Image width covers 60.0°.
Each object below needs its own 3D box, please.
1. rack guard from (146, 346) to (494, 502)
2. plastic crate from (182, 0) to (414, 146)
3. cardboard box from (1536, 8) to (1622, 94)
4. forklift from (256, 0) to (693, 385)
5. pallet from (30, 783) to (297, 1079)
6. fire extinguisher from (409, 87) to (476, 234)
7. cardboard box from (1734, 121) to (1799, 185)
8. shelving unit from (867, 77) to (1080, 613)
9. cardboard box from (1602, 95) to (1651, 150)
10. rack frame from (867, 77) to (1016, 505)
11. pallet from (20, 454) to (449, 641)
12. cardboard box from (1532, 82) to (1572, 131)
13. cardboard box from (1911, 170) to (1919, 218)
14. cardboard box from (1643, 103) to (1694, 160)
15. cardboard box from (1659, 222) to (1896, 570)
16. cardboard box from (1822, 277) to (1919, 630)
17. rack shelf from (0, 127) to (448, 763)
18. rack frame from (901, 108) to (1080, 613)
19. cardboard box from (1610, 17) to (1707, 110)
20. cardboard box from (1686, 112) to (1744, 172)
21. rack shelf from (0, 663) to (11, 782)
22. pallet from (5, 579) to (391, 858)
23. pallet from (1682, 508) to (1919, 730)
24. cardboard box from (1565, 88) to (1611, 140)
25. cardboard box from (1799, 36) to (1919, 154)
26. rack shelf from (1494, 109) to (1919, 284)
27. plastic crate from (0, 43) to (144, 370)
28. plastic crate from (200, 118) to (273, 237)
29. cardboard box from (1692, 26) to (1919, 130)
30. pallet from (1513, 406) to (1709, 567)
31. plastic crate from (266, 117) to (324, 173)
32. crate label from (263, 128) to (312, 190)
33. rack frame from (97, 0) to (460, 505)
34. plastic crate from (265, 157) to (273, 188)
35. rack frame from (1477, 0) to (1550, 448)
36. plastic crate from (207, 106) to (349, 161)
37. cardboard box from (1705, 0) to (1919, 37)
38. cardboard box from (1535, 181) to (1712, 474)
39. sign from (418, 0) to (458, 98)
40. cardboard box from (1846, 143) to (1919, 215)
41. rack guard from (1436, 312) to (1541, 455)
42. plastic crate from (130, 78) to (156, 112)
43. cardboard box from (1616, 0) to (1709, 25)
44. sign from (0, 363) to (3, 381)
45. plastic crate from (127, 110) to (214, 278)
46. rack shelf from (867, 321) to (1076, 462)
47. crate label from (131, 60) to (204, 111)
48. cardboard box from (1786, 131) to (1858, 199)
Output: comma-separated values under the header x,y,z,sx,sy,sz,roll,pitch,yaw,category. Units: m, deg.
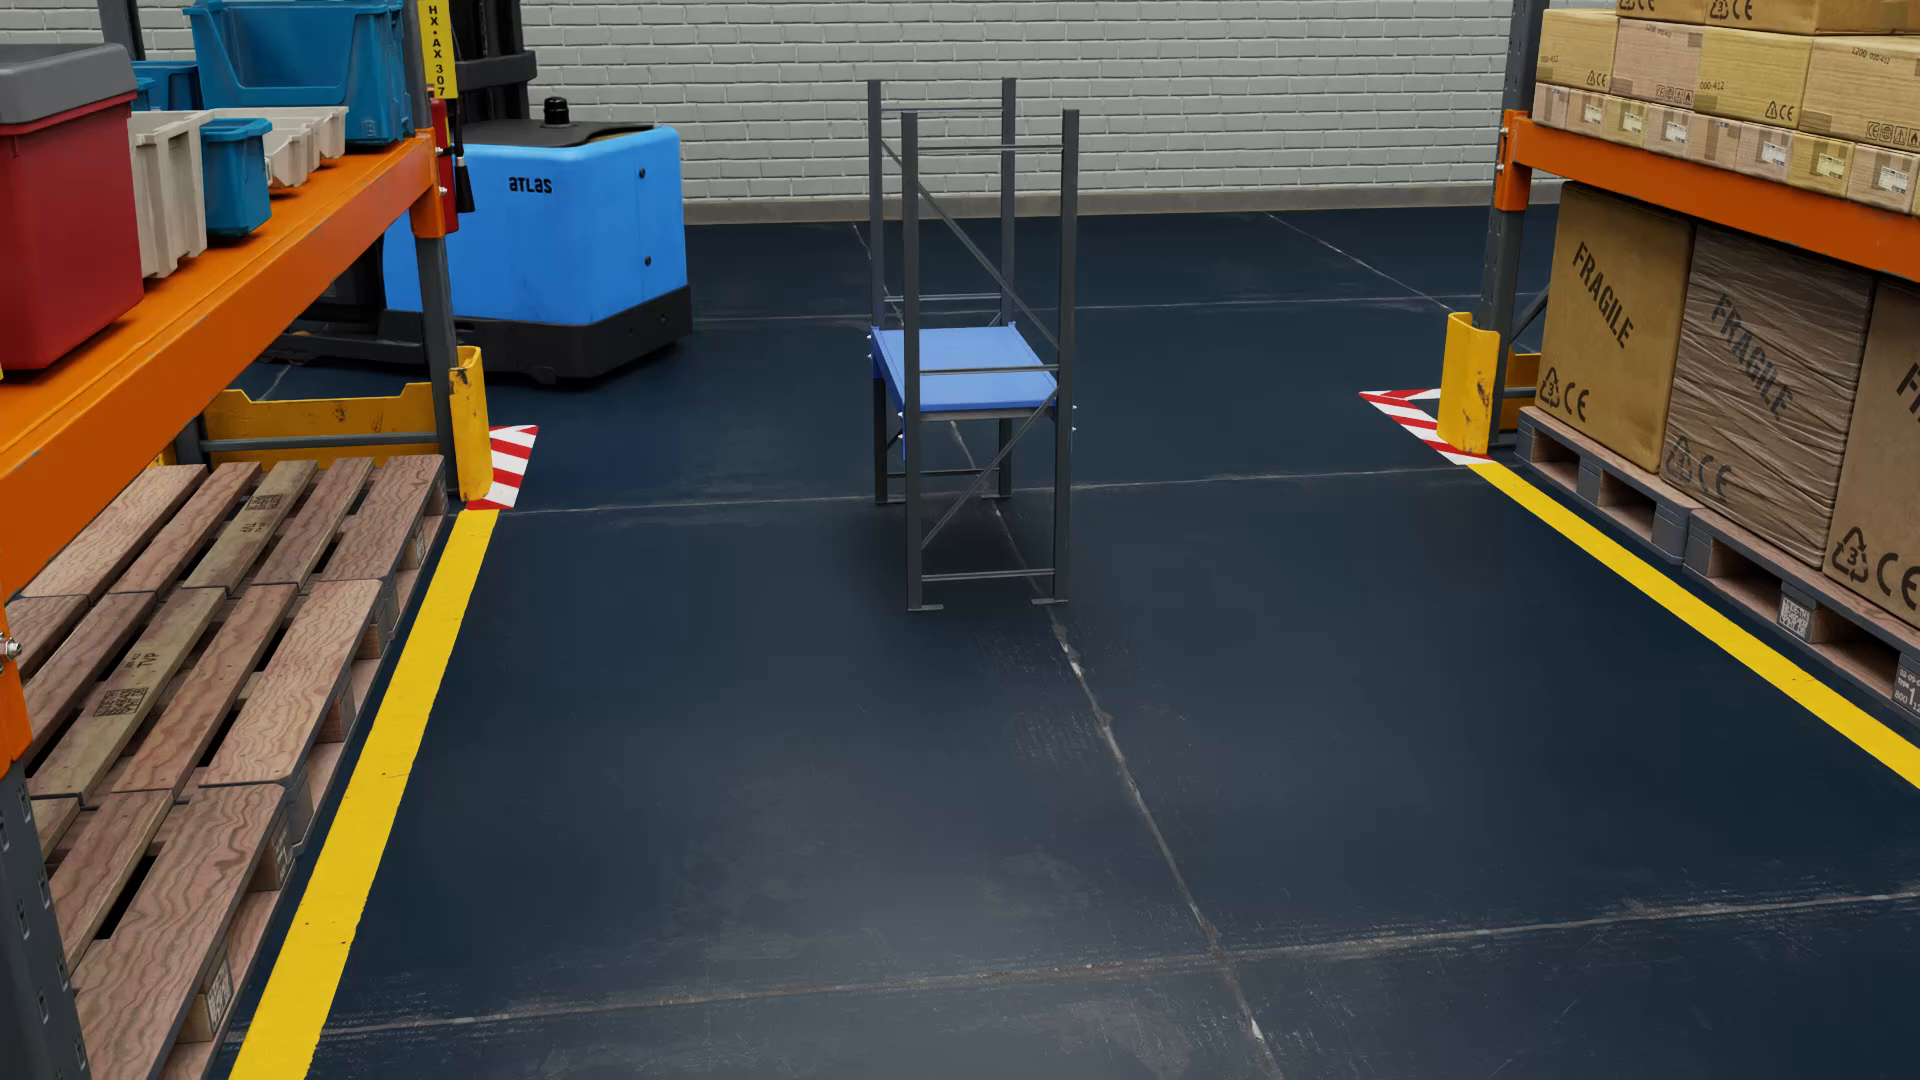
x,y,z,sx,sy,sz,roll,pitch,yaw,category
-2.347,-0.408,6.094,1.175,0.500,0.348,-3,21,-8,rack guard
-2.098,-1.509,5.334,0.616,0.435,0.499,-3,21,-8,plastic crate
2.373,-1.710,5.798,0.500,0.250,0.500,-3,21,-9,cardboard box
-2.905,-2.369,7.869,3.031,2.935,1.130,7,22,18,forklift
-1.898,0.867,3.092,1.003,0.211,1.213,-3,21,-8,pallet
-1.903,-1.436,5.916,0.296,0.674,0.183,-3,21,-8,fire extinguisher
2.483,-1.119,4.784,0.380,0.149,0.250,-3,21,-8,cardboard box
0.012,-0.673,5.375,0.538,1.500,1.048,-3,21,-8,shelving unit
2.371,-1.387,5.500,0.380,0.149,0.250,-3,21,-9,cardboard box
-0.061,-0.849,5.846,0.500,1.500,0.032,-3,21,-8,rack frame
-2.250,0.022,5.354,1.003,0.211,1.213,-3,21,-8,pallet
2.295,-1.564,5.975,0.380,0.149,0.250,-3,21,-7,cardboard box
2.593,-0.852,4.071,0.380,0.149,0.250,-3,21,-9,cardboard box
2.410,-1.296,5.259,0.380,0.149,0.250,-3,21,-9,cardboard box
2.873,-0.490,5.177,0.875,0.875,0.875,-3,21,-8,cardboard box
3.001,-0.182,4.352,0.875,0.875,0.875,-3,21,-8,cardboard box
-2.042,-0.542,3.908,1.077,0.370,4.000,-3,21,-8,rack shelf
0.086,-0.497,4.903,0.500,1.500,0.032,-3,21,-8,rack frame
2.454,-1.531,5.317,0.500,0.250,0.500,-3,21,-8,cardboard box
2.445,-1.208,5.023,0.380,0.149,0.250,-3,21,-9,cardboard box
-1.466,0.843,0.200,1.077,0.370,4.000,-3,21,-8,rack shelf
-2.078,0.444,4.226,1.003,0.211,1.213,-3,21,-8,pallet
2.936,0.180,4.934,1.003,0.211,1.213,-3,21,-8,pallet
2.334,-1.475,5.738,0.380,0.149,0.250,-3,21,-9,cardboard box
2.603,-1.176,4.368,0.500,0.250,0.500,-3,21,-9,cardboard box
2.859,-0.792,4.577,1.077,0.370,4.000,-3,21,-8,rack shelf
-1.635,-0.566,2.768,0.402,0.464,0.583,-3,21,-8,plastic crate
-1.781,-0.823,3.786,0.416,0.233,0.300,-3,21,-8,plastic crate
2.523,-1.357,4.850,0.500,0.250,0.500,-4,21,-10,cardboard box
2.763,-0.242,6.062,1.003,0.211,1.213,-3,21,-8,pallet
-2.006,-1.102,4.670,0.396,0.136,0.243,-3,21,-8,plastic crate
-1.942,-1.006,4.415,0.396,0.136,0.243,-3,21,-8,crate label
-2.331,-1.571,5.636,1.000,3.000,0.127,-3,21,-8,rack frame
-1.881,-0.905,4.143,0.298,0.136,0.250,-3,21,-8,plastic crate
2.571,-1.821,6.305,1.000,3.000,0.127,-3,21,-8,rack frame
-2.034,-1.203,4.940,0.396,0.136,0.243,-3,21,-8,plastic crate
2.525,-1.710,4.724,0.500,0.500,0.500,-3,21,-9,cardboard box
2.742,-0.805,6.021,0.875,0.875,0.875,-3,21,-8,cardboard box
-1.789,-1.681,5.697,0.100,0.325,0.005,-3,21,-8,sign
2.558,-0.941,4.307,0.380,0.149,0.250,-3,21,-7,cardboard box
2.567,-0.658,6.765,1.175,0.500,0.348,-3,21,-8,rack guard
-2.526,-1.191,4.771,0.416,0.233,0.300,-3,21,-8,plastic crate
2.445,-1.889,5.203,0.500,0.500,0.500,-3,21,-9,cardboard box
-1.209,-0.343,1.952,0.100,0.325,0.005,-3,21,-8,sign
-1.792,-0.697,3.379,0.437,0.282,0.530,-3,21,-8,plastic crate
0.012,-0.505,5.438,0.538,0.185,1.000,-3,21,-8,rack shelf
-2.621,-1.419,5.382,0.416,0.233,0.303,-3,21,-8,crate label
2.518,-1.031,4.550,0.380,0.149,0.250,-3,21,-9,cardboard box
